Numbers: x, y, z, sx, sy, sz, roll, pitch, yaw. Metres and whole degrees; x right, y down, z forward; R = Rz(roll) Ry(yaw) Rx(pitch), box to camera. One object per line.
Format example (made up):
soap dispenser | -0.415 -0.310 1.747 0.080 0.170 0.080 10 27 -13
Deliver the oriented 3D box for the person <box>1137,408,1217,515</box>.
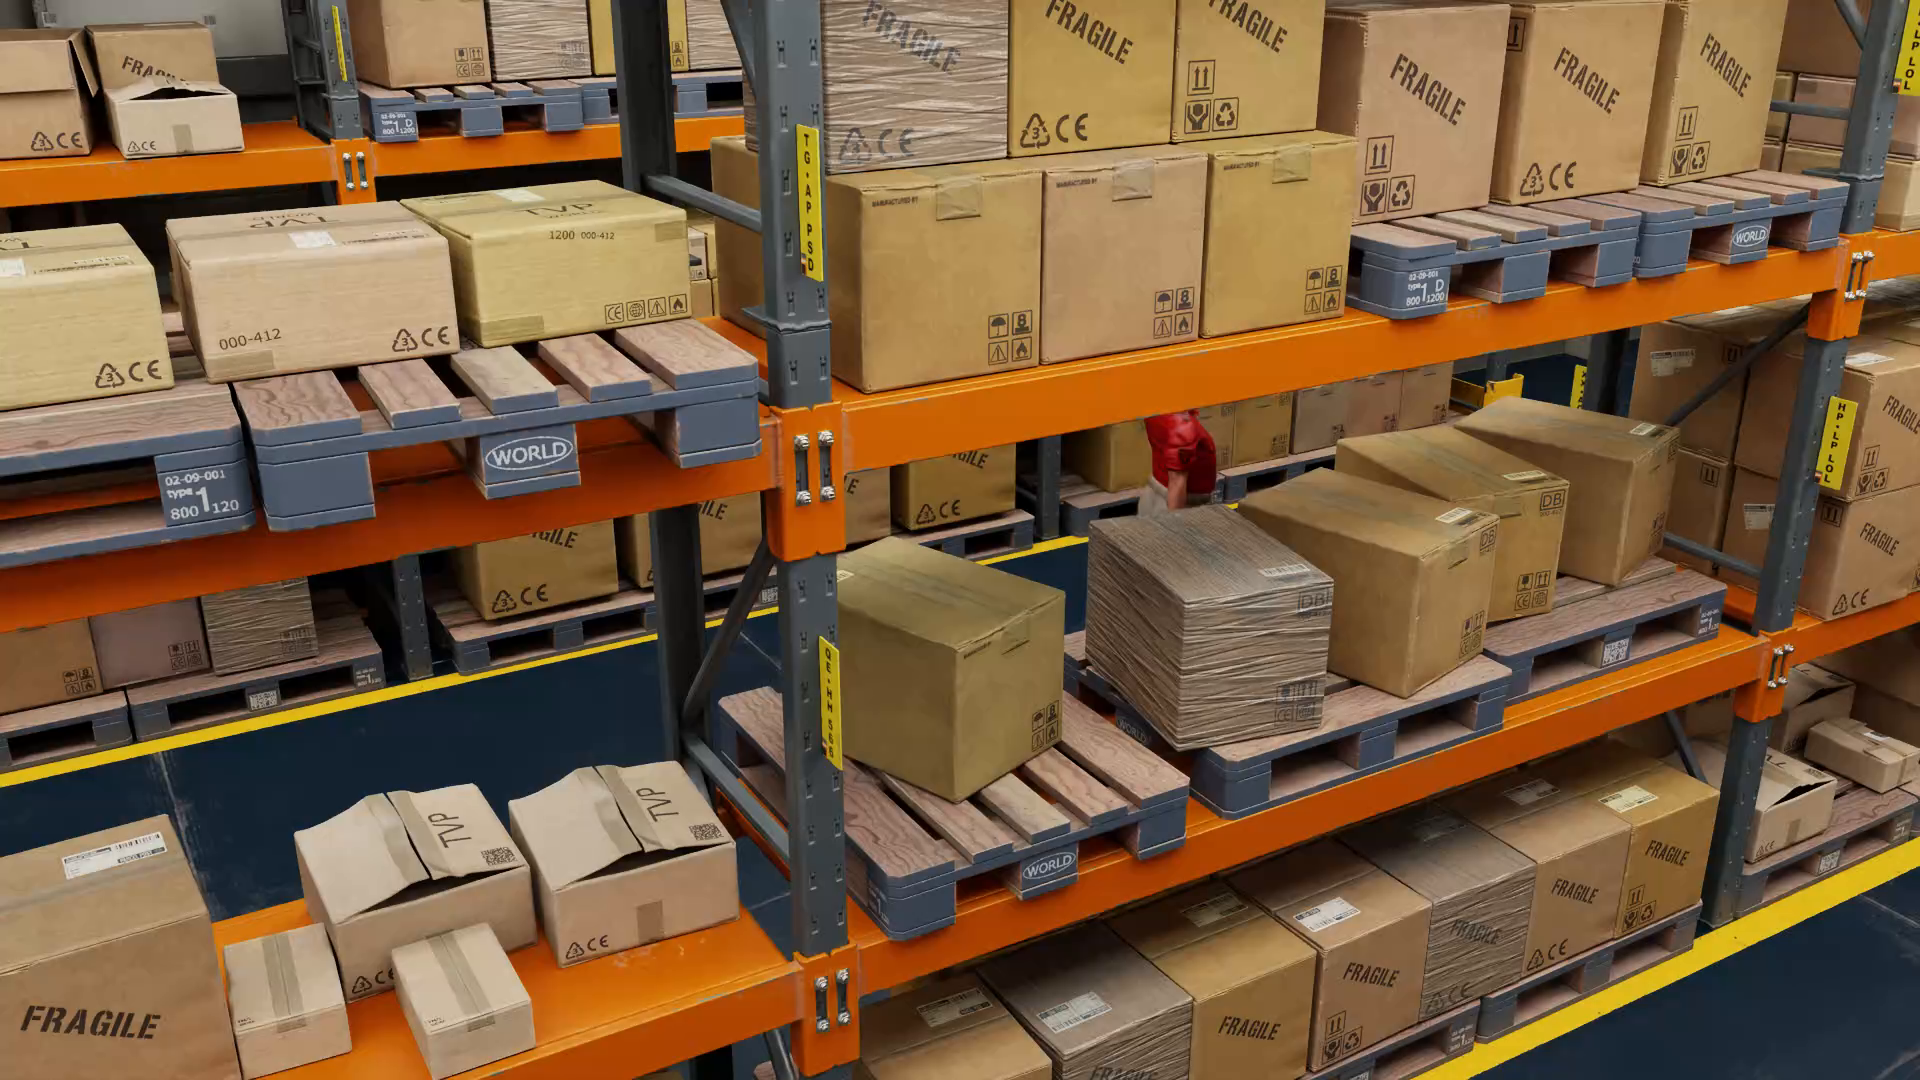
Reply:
person | 1.184 -0.111 8.712 0.733 1.781 0.586 -7 23 -18
